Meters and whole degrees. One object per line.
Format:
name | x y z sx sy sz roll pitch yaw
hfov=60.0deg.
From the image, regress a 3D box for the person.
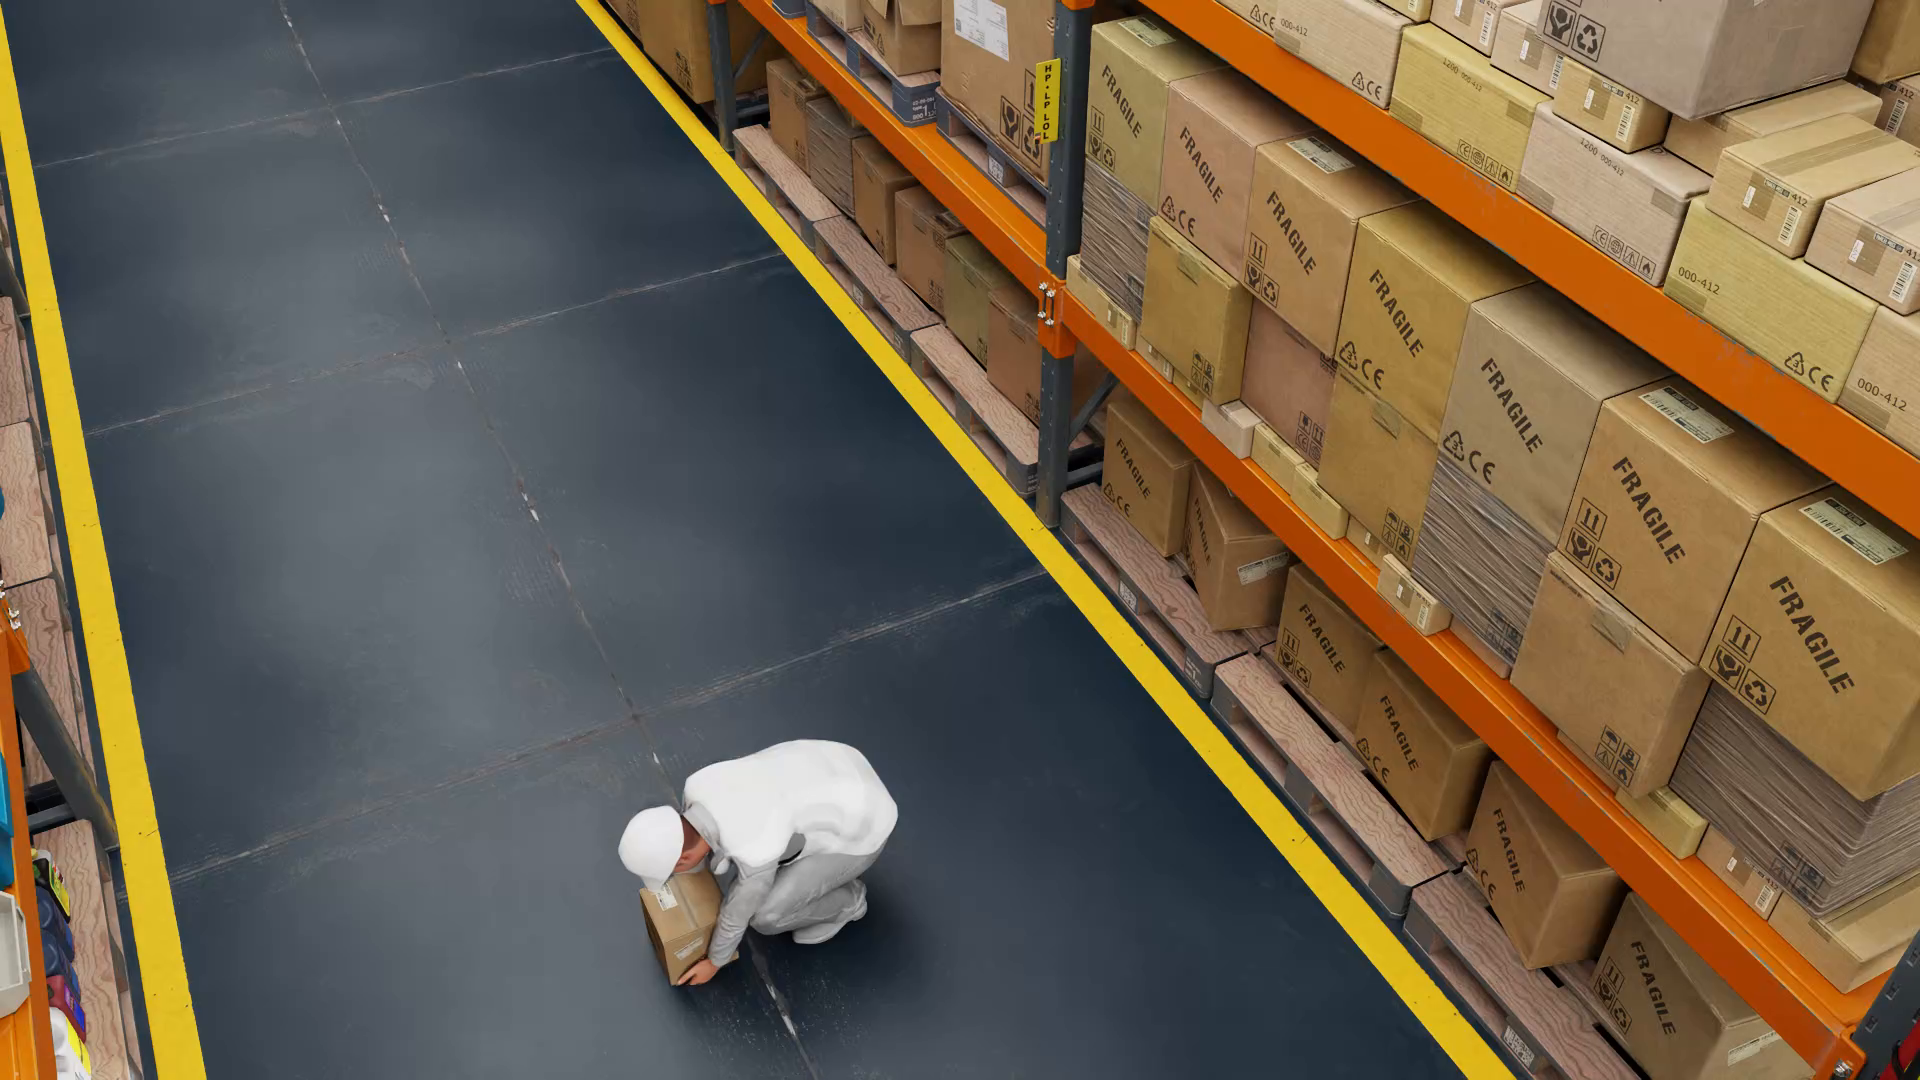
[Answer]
person | -0.684 1.075 5.711 0.953 0.860 0.526 -19 44 -21
